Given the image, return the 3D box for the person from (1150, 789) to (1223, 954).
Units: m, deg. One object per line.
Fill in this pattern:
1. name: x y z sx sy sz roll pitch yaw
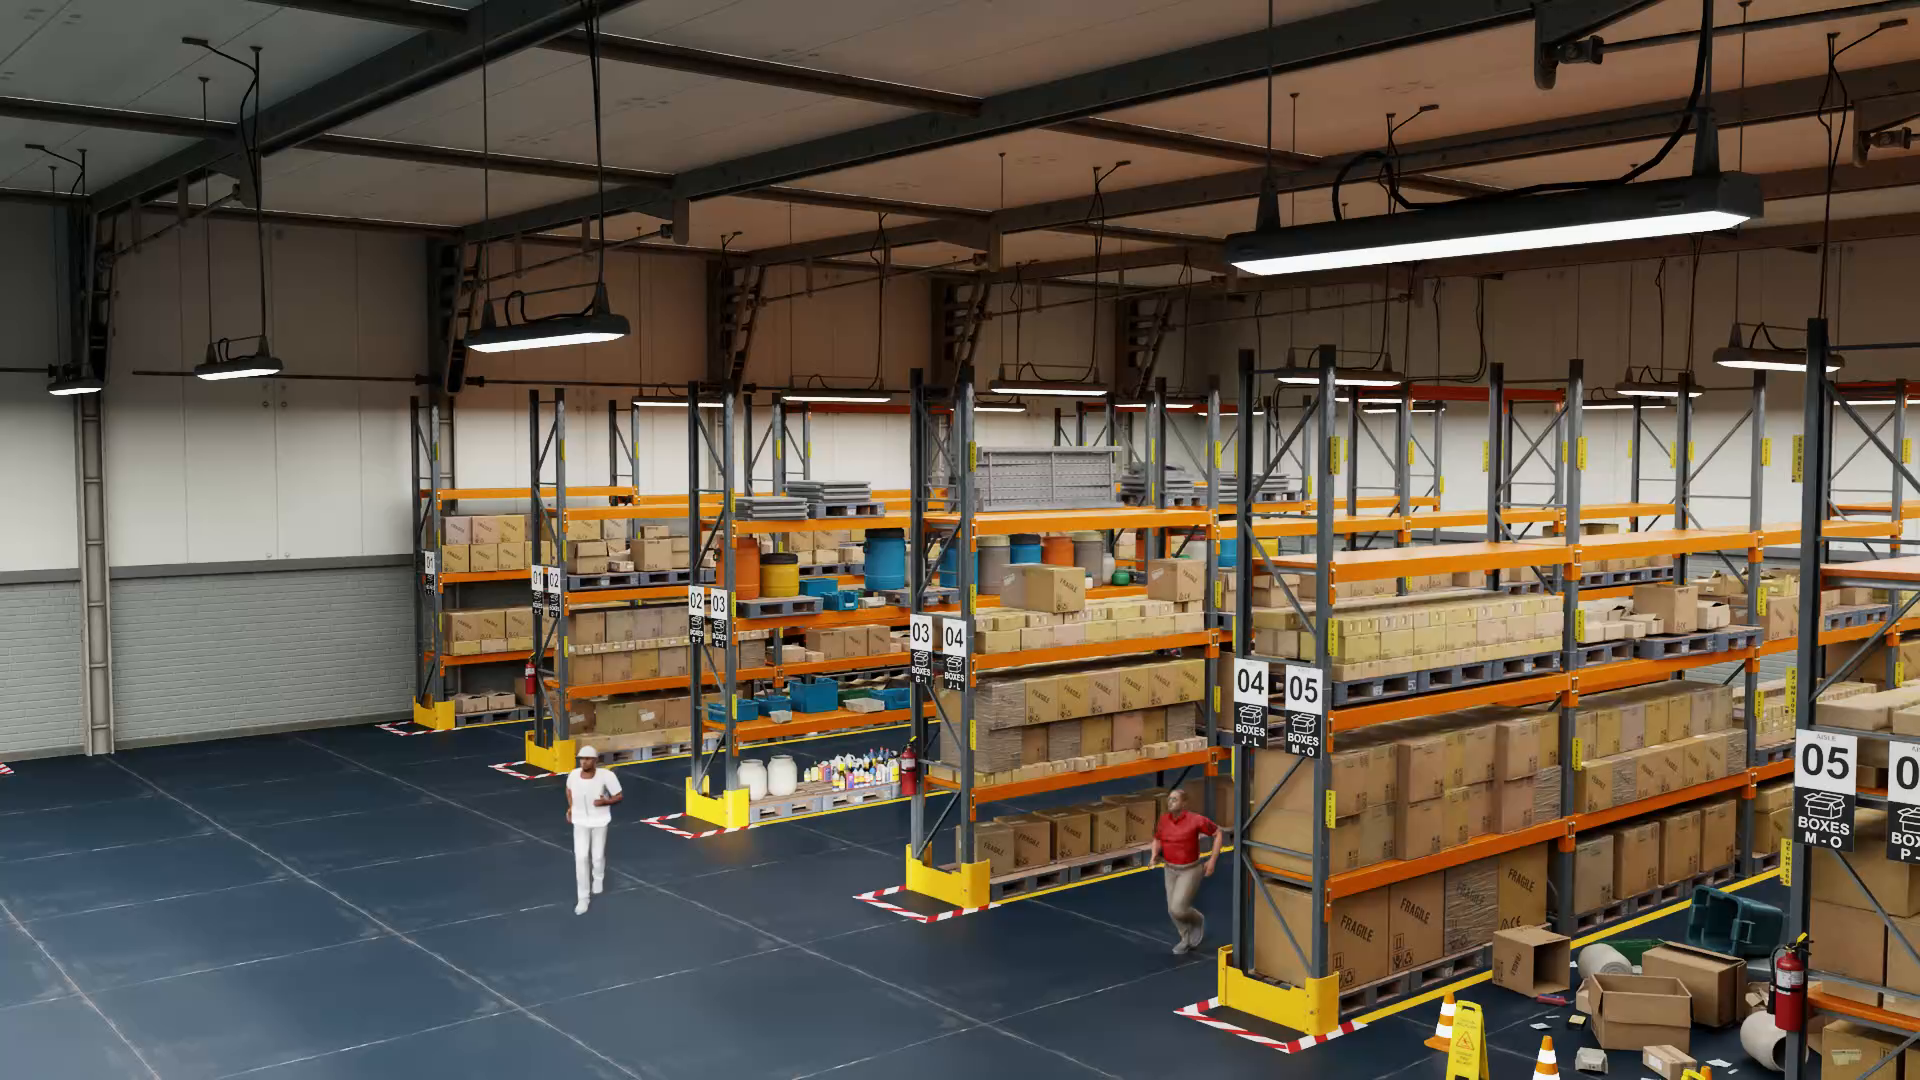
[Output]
1. person: 2.215 3.342 16.656 0.688 1.688 0.718 3 5 44

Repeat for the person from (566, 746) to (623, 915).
1. person: -4.095 3.181 18.577 0.675 1.797 0.902 0 3 -2
